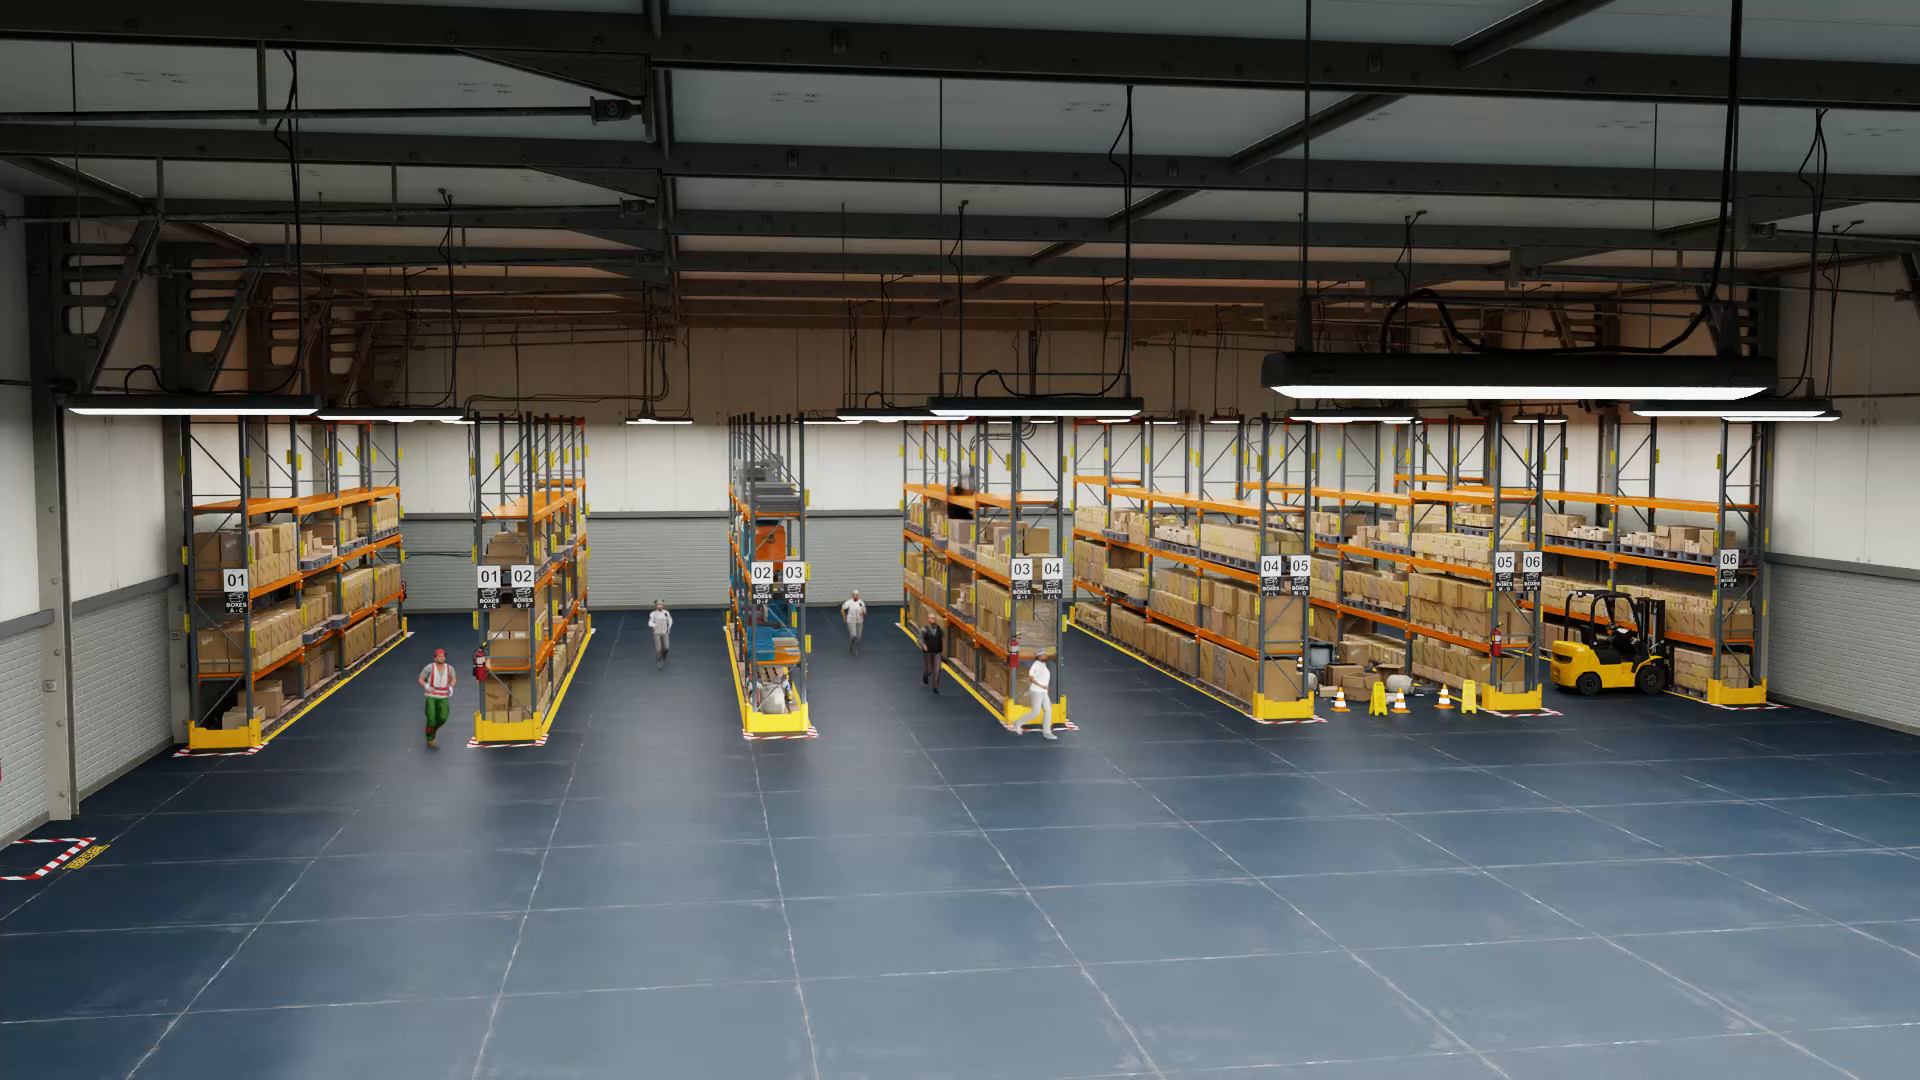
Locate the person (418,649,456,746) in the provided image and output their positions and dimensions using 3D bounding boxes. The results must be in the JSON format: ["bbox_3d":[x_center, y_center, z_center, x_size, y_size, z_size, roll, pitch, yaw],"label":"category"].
[{"bbox_3d":[-9.386,2.823,29.946,0.679,1.726,0.624,-2,4,-29],"label":"person"}]

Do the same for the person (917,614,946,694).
[{"bbox_3d":[-0.596,2.481,35.960,0.661,1.635,0.792,-1,4,-15],"label":"person"}]

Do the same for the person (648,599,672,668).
[{"bbox_3d":[-7.053,2.212,39.300,0.591,1.651,0.599,-1,4,-19],"label":"person"}]

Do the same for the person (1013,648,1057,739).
[{"bbox_3d":[1.456,2.805,30.635,0.867,1.657,0.629,2,4,27],"label":"person"}]

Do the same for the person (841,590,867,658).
[{"bbox_3d":[-2.608,2.090,41.411,0.577,1.669,0.682,-2,4,-23],"label":"person"}]
